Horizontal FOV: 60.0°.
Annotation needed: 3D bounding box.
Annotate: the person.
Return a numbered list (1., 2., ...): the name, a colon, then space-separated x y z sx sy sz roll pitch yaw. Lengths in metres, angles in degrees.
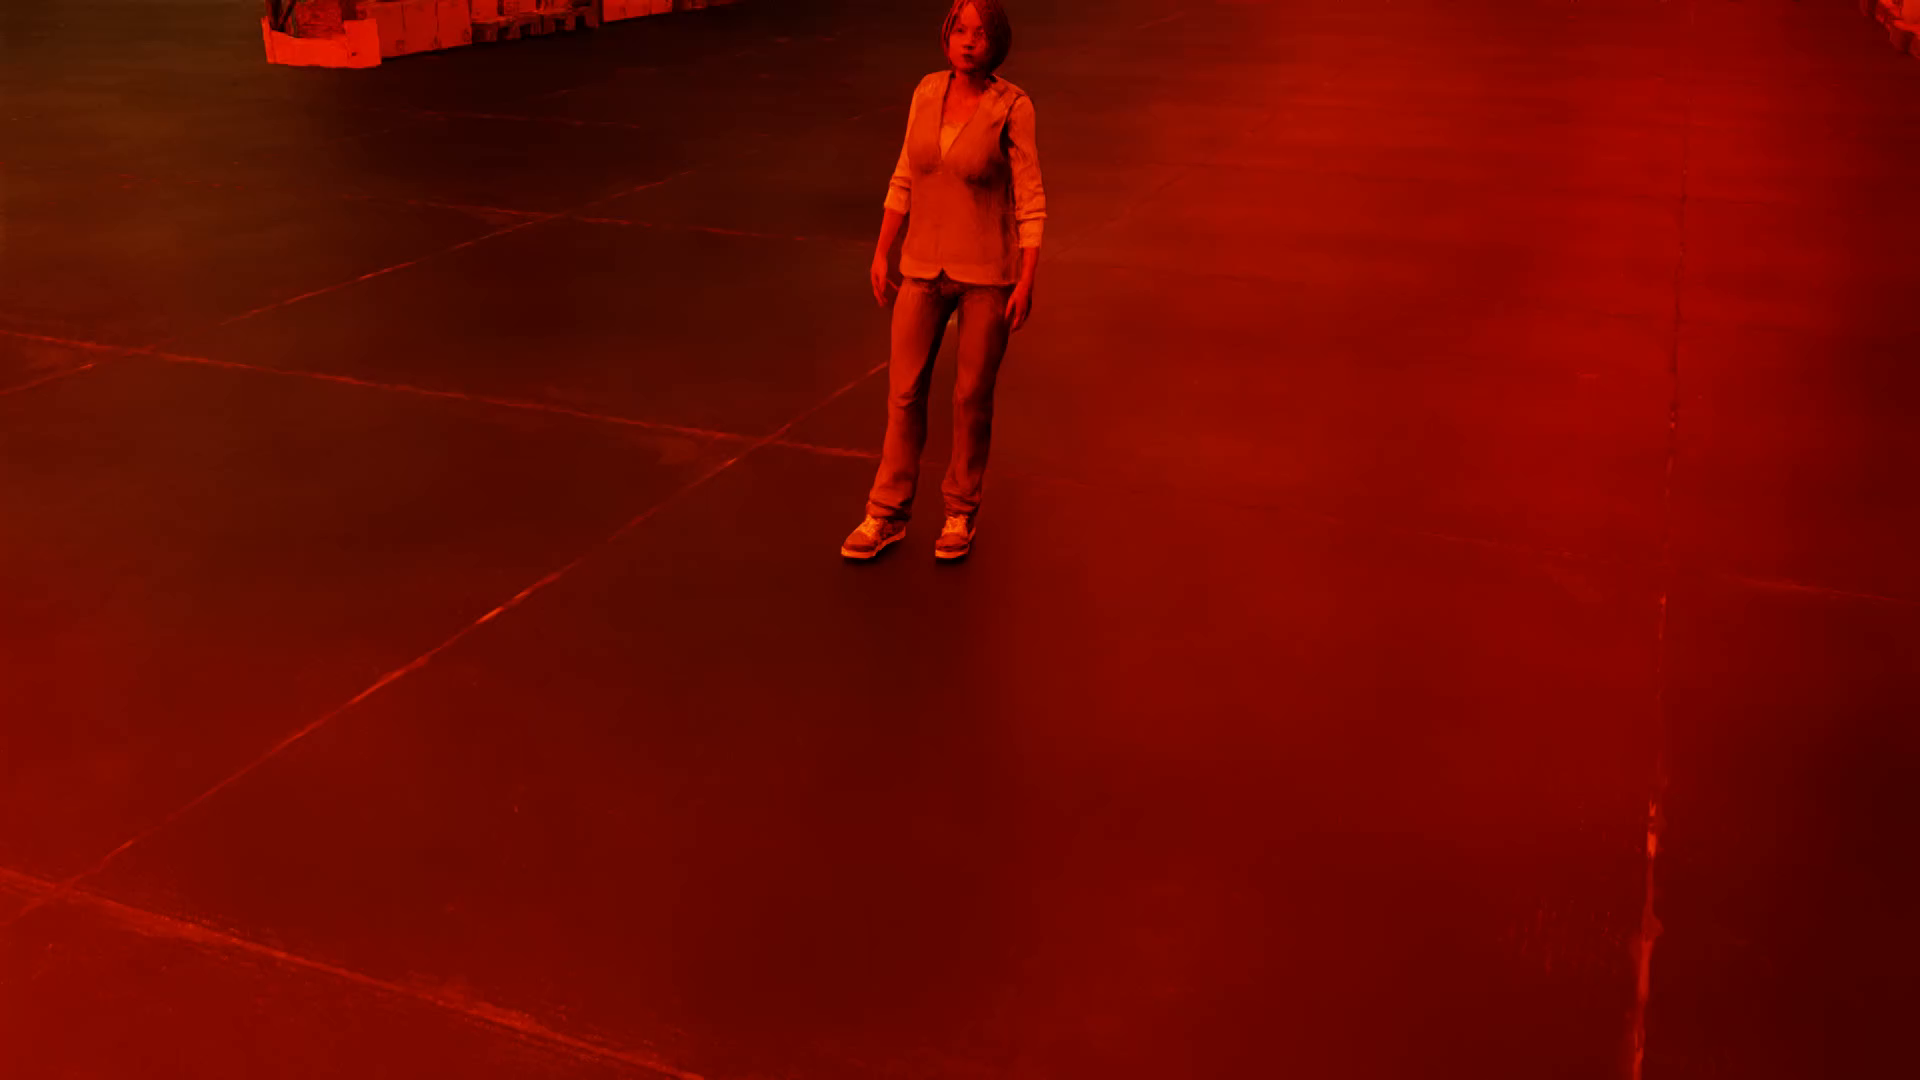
1. person: -0.041 -0.719 4.724 0.521 1.597 0.474 9 24 21
